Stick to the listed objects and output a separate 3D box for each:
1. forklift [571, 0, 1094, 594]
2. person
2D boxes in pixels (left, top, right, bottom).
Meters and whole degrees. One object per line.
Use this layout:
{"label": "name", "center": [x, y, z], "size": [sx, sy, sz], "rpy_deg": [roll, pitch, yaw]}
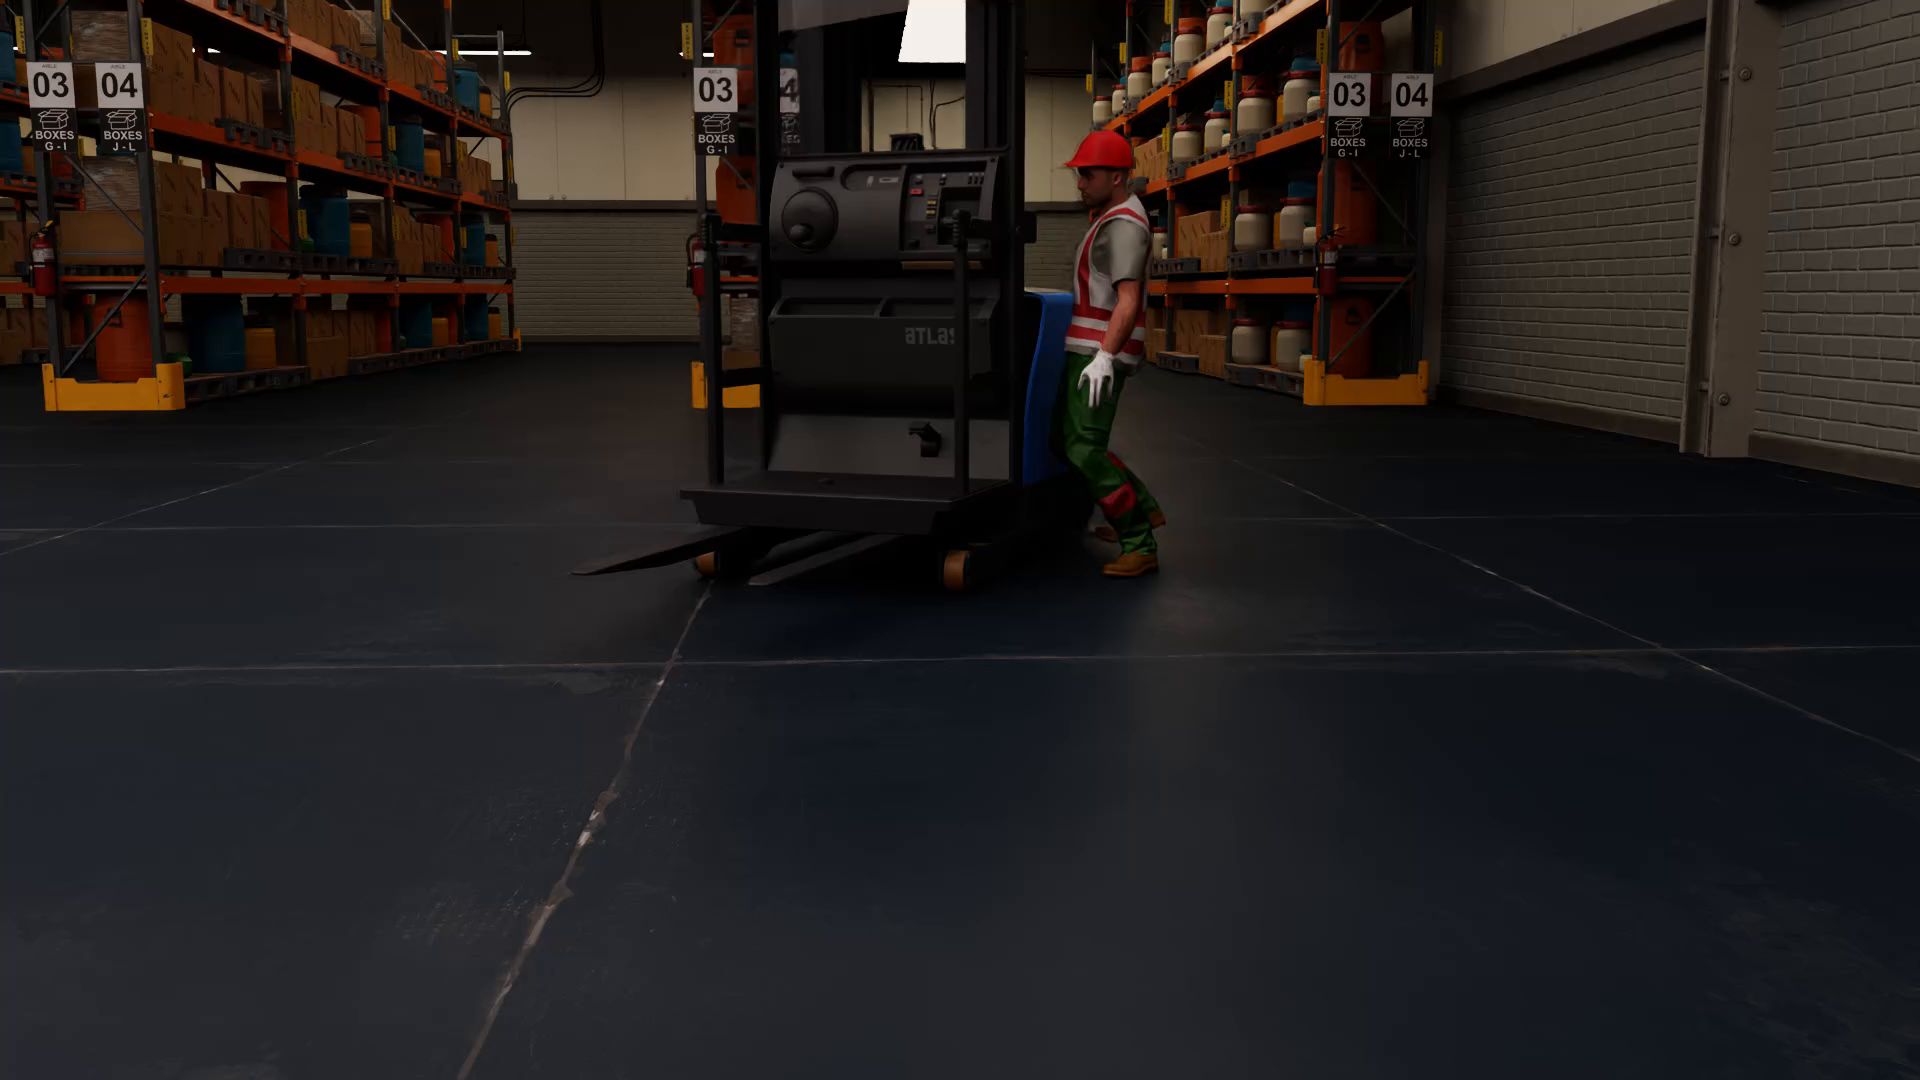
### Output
{"label": "forklift", "center": [-0.370, -1.322, 6.231], "size": [1.130, 2.935, 3.031], "rpy_deg": [3, 9, 20]}
{"label": "person", "center": [0.593, -0.749, 6.615], "size": [0.490, 1.692, 0.923], "rpy_deg": [1, 8, 5]}
